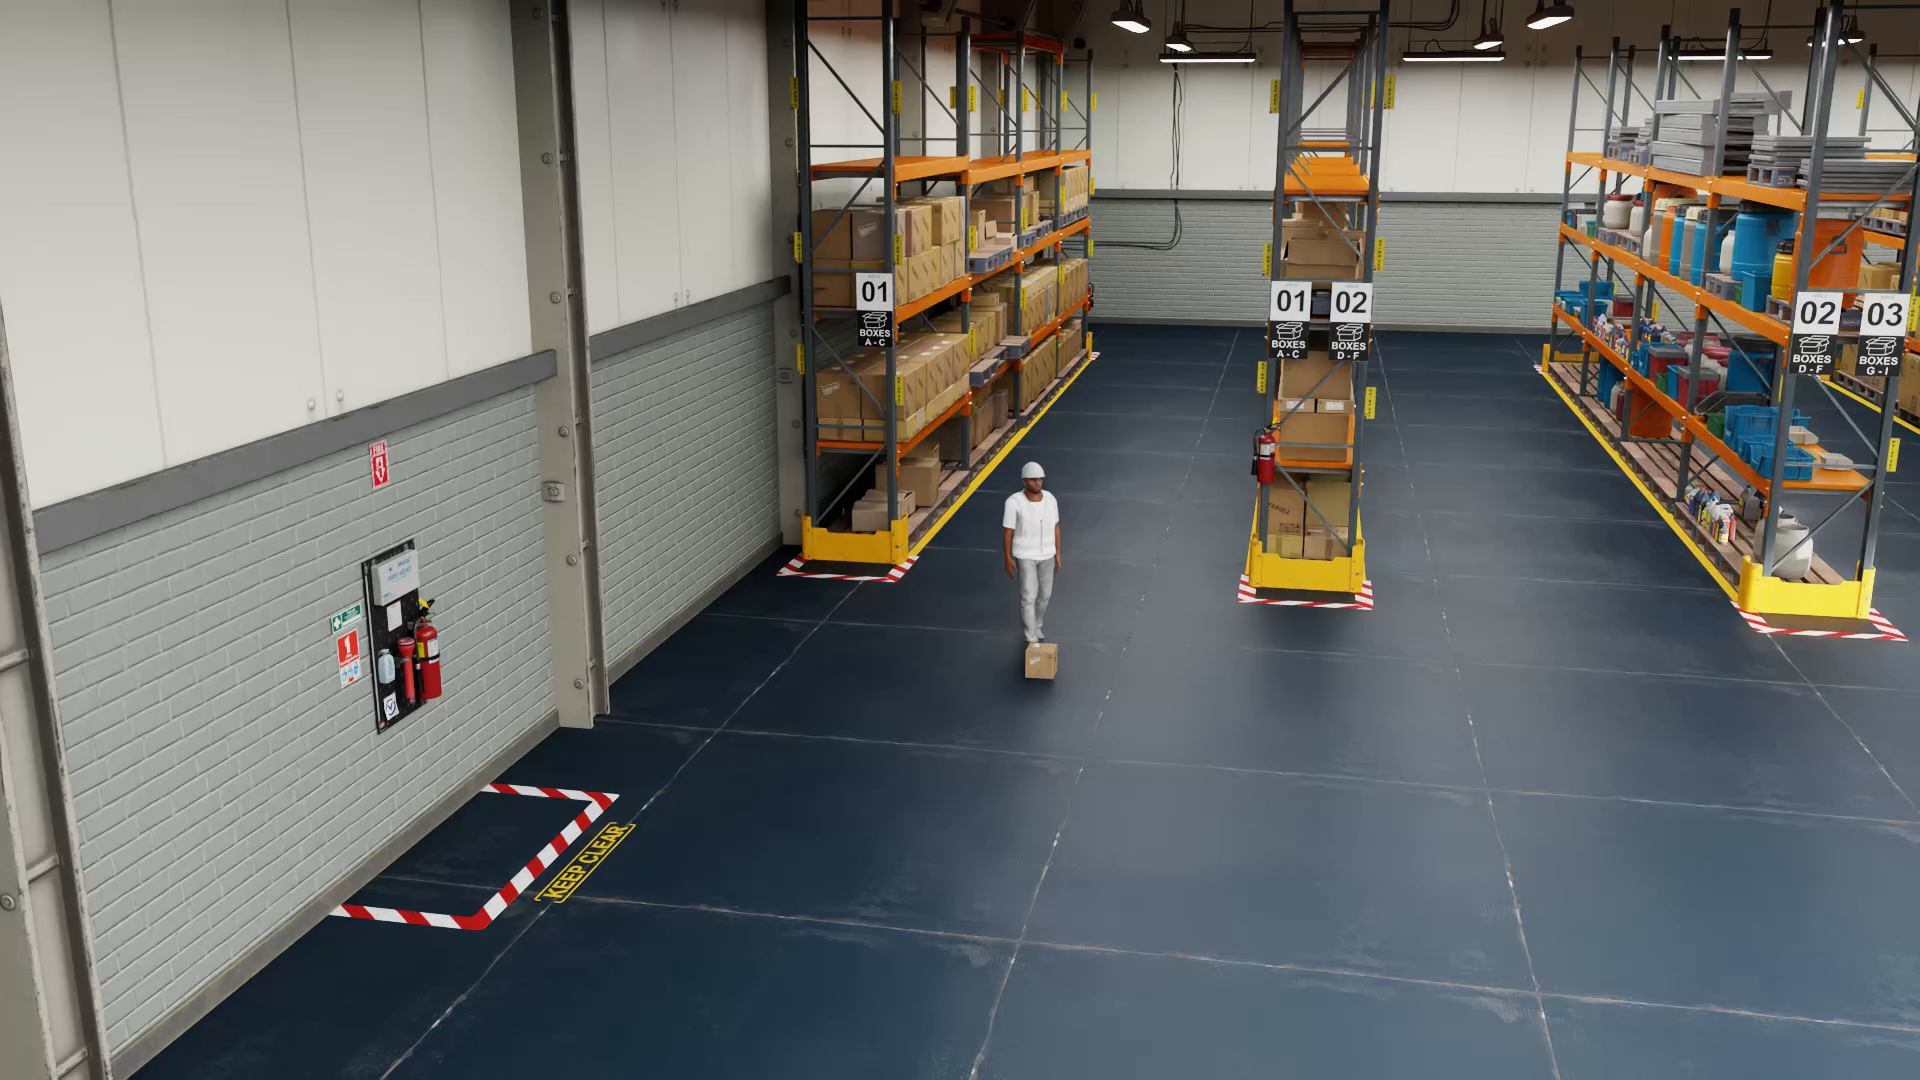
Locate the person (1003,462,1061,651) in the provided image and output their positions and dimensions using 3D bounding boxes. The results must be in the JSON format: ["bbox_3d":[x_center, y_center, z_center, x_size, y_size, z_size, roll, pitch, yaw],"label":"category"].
[{"bbox_3d":[0.691,0.155,15.361,0.577,1.768,0.736,-8,16,-27],"label":"person"}]
